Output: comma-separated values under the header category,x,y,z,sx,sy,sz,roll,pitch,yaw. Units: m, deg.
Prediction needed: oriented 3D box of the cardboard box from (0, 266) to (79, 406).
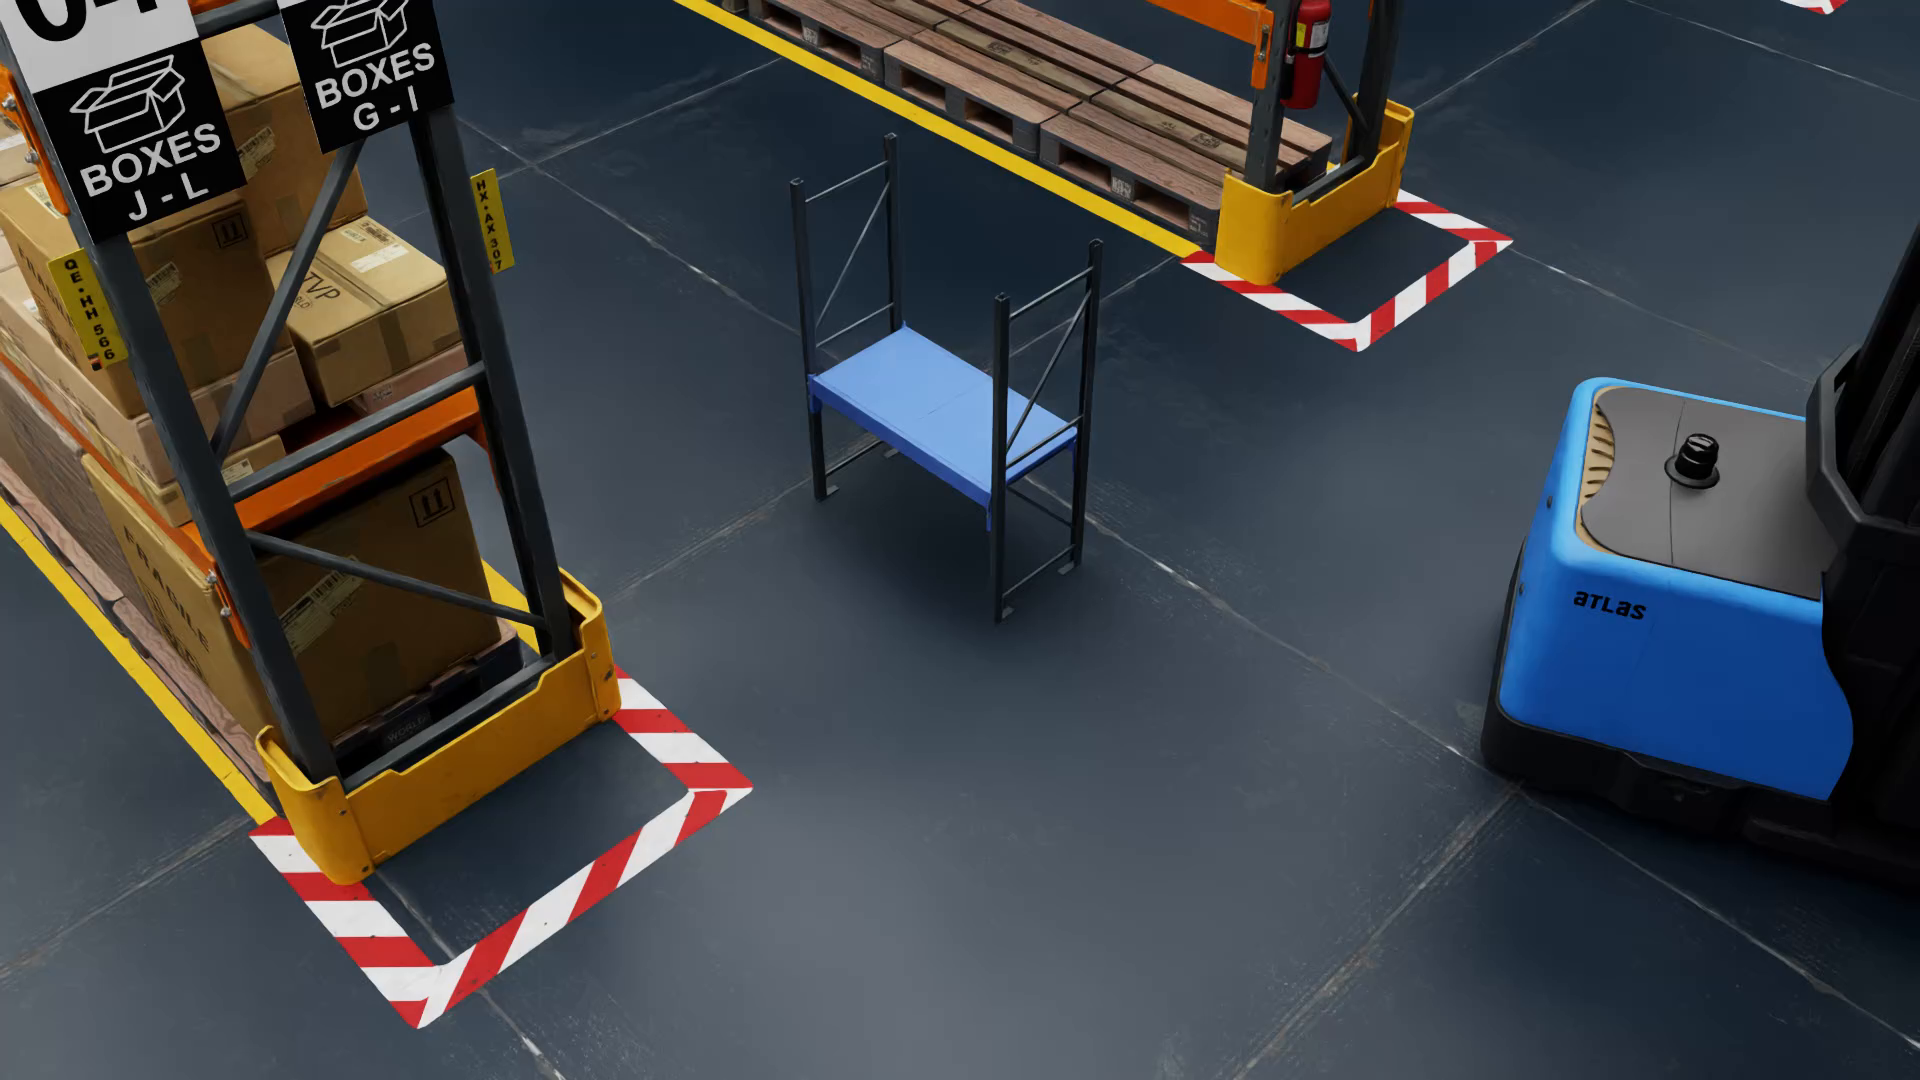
category,x,y,z,sx,sy,sz,roll,pitch,yaw
cardboard box,-2.653,-0.715,5.205,0.500,0.250,0.500,33,52,31

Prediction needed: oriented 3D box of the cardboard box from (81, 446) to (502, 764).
category,x,y,z,sx,sy,sz,roll,pitch,yaw
cardboard box,-2.274,0.046,5.746,0.875,0.875,0.875,-34,53,-31

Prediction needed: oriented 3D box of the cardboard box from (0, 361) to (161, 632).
category,x,y,z,sx,sy,sz,roll,pitch,yaw
cardboard box,-2.916,-0.391,6.219,0.875,0.875,0.875,-34,53,-31

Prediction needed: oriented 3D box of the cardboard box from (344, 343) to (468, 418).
category,x,y,z,sx,sy,sz,roll,pitch,yaw
cardboard box,-1.782,-0.547,5.317,0.380,0.149,0.250,-33,52,-31

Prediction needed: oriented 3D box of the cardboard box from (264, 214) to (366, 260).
category,x,y,z,sx,sy,sz,roll,pitch,yaw
cardboard box,-2.285,-0.972,5.483,0.500,0.250,0.500,34,52,31

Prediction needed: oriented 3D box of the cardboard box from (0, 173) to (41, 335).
category,x,y,z,sx,sy,sz,roll,pitch,yaw
cardboard box,-3.013,-0.959,5.469,0.500,0.250,0.500,32,52,30

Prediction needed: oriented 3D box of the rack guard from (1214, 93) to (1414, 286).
category,x,y,z,sx,sy,sz,roll,pitch,yaw
rack guard,1.768,-1.761,8.288,1.175,0.500,0.348,-34,53,-31

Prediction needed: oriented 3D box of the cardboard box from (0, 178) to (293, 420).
category,x,y,z,sx,sy,sz,roll,pitch,yaw
cardboard box,-2.295,-0.749,4.689,0.500,0.500,0.500,-33,52,-31

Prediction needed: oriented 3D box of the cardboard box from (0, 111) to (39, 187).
category,x,y,z,sx,sy,sz,roll,pitch,yaw
cardboard box,-3.383,-1.208,5.738,0.500,0.250,0.500,-34,52,-31

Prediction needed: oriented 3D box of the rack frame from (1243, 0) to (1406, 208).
category,x,y,z,sx,sy,sz,roll,pitch,yaw
rack frame,1.742,-2.685,7.445,1.000,3.000,0.127,-34,53,-31

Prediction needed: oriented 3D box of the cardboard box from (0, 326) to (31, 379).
category,x,y,z,sx,sy,sz,roll,pitch,yaw
cardboard box,-2.972,-0.722,5.506,0.250,0.149,0.380,33,52,31

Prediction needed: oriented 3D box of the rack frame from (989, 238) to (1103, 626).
category,x,y,z,sx,sy,sz,roll,pitch,yaw
rack frame,0.299,-0.348,6.021,0.500,1.500,0.032,-34,53,-31

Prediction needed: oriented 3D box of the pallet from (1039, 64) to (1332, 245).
category,x,y,z,sx,sy,sz,roll,pitch,yaw
pallet,1.187,-2.075,8.841,1.003,0.211,1.213,-34,53,-31

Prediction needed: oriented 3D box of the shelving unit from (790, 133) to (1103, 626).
category,x,y,z,sx,sy,sz,roll,pitch,yaw
shelving unit,-0.060,-0.592,6.285,0.538,1.500,1.048,-34,53,-31

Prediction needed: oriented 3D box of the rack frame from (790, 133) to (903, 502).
category,x,y,z,sx,sy,sz,roll,pitch,yaw
rack frame,-0.419,-0.836,6.550,0.500,1.500,0.032,-34,53,-31

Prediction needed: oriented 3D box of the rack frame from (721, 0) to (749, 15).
category,x,y,z,sx,sy,sz,roll,pitch,yaw
rack frame,-1.083,-4.607,9.525,1.000,3.000,0.127,-34,53,-31

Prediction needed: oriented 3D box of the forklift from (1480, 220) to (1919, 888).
category,x,y,z,sx,sy,sz,roll,pitch,yaw
forklift,3.405,-0.221,4.829,3.031,2.935,1.130,14,45,15

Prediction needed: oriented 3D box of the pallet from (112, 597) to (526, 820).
category,x,y,z,sx,sy,sz,roll,pitch,yaw
pallet,-2.385,0.367,6.198,1.003,0.211,1.213,-34,53,-31

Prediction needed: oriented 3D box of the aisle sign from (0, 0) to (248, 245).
category,x,y,z,sx,sy,sz,roll,pitch,yaw
aisle sign,-1.927,-1.087,3.801,0.394,0.787,0.004,-34,53,-31

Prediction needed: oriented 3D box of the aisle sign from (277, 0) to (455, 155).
category,x,y,z,sx,sy,sz,roll,pitch,yaw
aisle sign,-1.502,-1.375,4.112,0.394,0.787,0.004,-34,53,-31

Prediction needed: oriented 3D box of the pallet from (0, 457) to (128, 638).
category,x,y,z,sx,sy,sz,roll,pitch,yaw
pallet,-3.242,-0.220,6.832,1.003,0.211,1.213,-34,53,-31

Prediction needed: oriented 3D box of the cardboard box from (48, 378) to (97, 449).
category,x,y,z,sx,sy,sz,roll,pitch,yaw
cardboard box,-2.612,-0.478,5.242,0.380,0.149,0.250,-34,52,-31

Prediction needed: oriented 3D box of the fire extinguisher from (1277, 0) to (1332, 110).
category,x,y,z,sx,sy,sz,roll,pitch,yaw
fire extinguisher,1.526,-2.229,7.284,0.296,0.674,0.183,-34,53,-31

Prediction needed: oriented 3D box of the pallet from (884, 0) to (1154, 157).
category,x,y,z,sx,sy,sz,roll,pitch,yaw
pallet,0.329,-2.662,9.475,1.003,0.211,1.213,-34,53,-31

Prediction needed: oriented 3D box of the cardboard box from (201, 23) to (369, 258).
category,x,y,z,sx,sy,sz,roll,pitch,yaw
cardboard box,-2.266,-1.241,5.221,0.500,0.500,0.500,33,52,30

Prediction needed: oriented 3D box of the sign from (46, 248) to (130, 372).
category,x,y,z,sx,sy,sz,roll,pitch,yaw
sign,-2.159,-0.570,4.129,0.100,0.325,0.005,-34,53,-31

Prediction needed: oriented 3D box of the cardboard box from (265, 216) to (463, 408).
category,x,y,z,sx,sy,sz,roll,pitch,yaw
cardboard box,-1.913,-0.725,5.216,0.500,0.250,0.500,33,52,30

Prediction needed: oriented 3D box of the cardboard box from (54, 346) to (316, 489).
category,x,y,z,sx,sy,sz,roll,pitch,yaw
cardboard box,-2.295,-0.471,4.941,0.500,0.250,0.500,33,52,31

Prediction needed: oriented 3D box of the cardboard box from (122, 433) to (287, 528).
category,x,y,z,sx,sy,sz,roll,pitch,yaw
cardboard box,-2.250,-0.232,4.976,0.380,0.149,0.250,-33,52,-31

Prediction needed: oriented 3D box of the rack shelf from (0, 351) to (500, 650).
category,x,y,z,sx,sy,sz,roll,pitch,yaw
rack shelf,-3.177,-1.008,6.160,1.077,0.370,4.000,-34,53,-31

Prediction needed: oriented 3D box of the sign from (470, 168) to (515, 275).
category,x,y,z,sx,sy,sz,roll,pitch,yaw
sign,-1.368,-0.921,4.840,0.100,0.325,0.005,-34,53,-31

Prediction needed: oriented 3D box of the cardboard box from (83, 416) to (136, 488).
category,x,y,z,sx,sy,sz,roll,pitch,yaw
cardboard box,-2.434,-0.356,5.110,0.380,0.149,0.250,-34,52,-31

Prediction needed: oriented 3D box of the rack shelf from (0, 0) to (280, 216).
category,x,y,z,sx,sy,sz,roll,pitch,yaw
rack shelf,-3.177,-2.109,5.142,1.077,0.370,4.000,-34,53,-31

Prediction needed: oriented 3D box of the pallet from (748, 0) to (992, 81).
category,x,y,z,sx,sy,sz,roll,pitch,yaw
pallet,-0.536,-3.248,10.109,1.003,0.211,1.213,-34,53,-31

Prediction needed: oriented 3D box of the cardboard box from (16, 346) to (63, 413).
category,x,y,z,sx,sy,sz,roll,pitch,yaw
cardboard box,-2.787,-0.598,5.372,0.380,0.149,0.250,-33,52,-31

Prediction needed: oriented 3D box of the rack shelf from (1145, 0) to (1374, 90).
category,x,y,z,sx,sy,sz,roll,pitch,yaw
rack shelf,0.329,-3.382,8.729,1.077,0.370,4.000,-34,53,-31

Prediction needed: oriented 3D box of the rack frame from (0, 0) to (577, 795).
category,x,y,z,sx,sy,sz,roll,pitch,yaw
rack frame,-1.765,-0.311,4.876,1.000,3.000,0.127,-34,53,-31

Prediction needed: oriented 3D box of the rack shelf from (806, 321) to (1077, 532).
category,x,y,z,sx,sy,sz,roll,pitch,yaw
rack shelf,-0.060,-0.460,6.407,0.538,0.185,1.000,-34,53,-31

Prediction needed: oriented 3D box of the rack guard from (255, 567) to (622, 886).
category,x,y,z,sx,sy,sz,roll,pitch,yaw
rack guard,-1.748,0.619,5.712,1.175,0.500,0.348,-34,53,-31

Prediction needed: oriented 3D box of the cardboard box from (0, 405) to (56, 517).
category,x,y,z,sx,sy,sz,roll,pitch,yaw
cardboard box,-3.545,-0.819,6.682,0.875,0.875,0.875,-34,53,-31
